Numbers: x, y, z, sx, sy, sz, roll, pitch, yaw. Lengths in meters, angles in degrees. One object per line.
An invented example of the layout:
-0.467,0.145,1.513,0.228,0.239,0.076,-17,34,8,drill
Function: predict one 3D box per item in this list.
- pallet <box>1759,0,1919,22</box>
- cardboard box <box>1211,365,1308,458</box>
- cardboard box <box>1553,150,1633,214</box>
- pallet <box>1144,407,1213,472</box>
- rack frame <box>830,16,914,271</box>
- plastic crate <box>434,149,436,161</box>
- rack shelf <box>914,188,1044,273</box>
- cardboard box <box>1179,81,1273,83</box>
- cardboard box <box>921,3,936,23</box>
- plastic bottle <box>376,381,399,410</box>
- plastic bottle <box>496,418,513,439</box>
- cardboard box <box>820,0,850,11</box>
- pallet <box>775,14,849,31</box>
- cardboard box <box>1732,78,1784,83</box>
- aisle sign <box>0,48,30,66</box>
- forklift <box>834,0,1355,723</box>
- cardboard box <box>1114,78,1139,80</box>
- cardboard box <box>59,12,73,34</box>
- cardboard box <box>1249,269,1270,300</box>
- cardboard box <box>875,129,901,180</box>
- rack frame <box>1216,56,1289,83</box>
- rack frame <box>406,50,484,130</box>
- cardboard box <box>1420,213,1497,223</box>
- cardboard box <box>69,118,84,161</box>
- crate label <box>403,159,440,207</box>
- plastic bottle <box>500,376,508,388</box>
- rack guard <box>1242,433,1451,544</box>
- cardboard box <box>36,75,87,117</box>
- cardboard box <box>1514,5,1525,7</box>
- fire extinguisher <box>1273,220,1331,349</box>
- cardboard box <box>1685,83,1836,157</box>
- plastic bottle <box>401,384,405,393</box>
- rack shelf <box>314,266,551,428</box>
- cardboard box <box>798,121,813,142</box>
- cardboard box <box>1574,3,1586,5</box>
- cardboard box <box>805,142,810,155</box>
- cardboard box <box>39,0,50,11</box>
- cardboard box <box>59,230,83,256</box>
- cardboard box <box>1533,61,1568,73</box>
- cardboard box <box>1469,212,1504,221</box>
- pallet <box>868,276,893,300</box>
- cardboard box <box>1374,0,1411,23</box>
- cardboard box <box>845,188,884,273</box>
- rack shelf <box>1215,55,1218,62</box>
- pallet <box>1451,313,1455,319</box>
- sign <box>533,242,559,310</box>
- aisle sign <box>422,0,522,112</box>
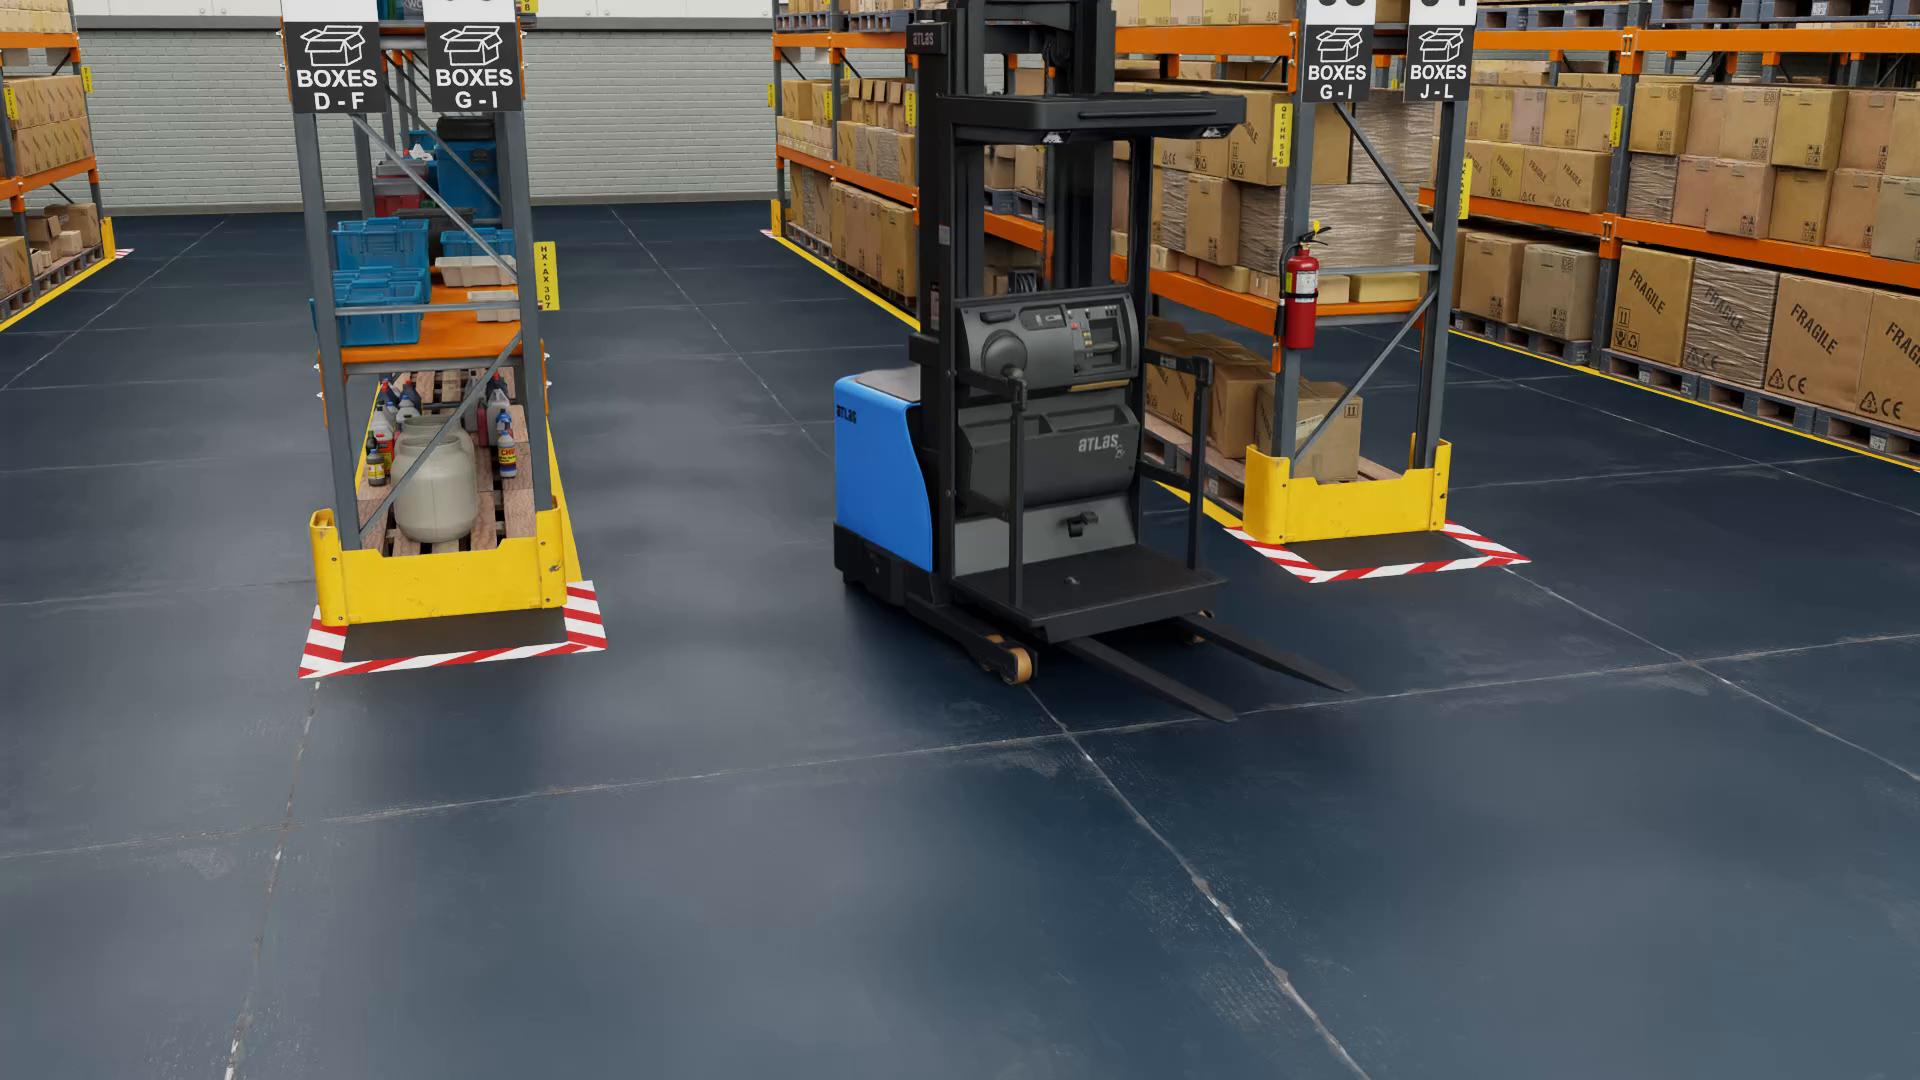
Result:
6.495,-3.781,11.766,1.003,0.211,1.213,-5,17,-15,pallet
1.898,-0.821,10.587,0.500,0.500,0.500,0,17,-1,cardboard box
5.548,-3.122,14.458,0.500,0.500,0.500,-5,17,-16,cardboard box
1.709,-0.730,11.517,1.003,0.211,1.213,-5,17,-15,pallet
-1.047,-4.800,20.217,1.000,3.000,0.127,-5,17,-15,rack frame
-6.375,-4.594,19.904,0.437,0.125,0.590,-5,17,-15,plastic crate
0.602,-2.796,14.795,1.077,0.370,4.000,-5,17,-15,rack shelf
1.815,-2.877,11.386,0.500,0.500,0.500,-5,17,-15,cardboard box
-0.063,-4.908,15.624,0.500,0.250,0.500,-4,17,-14,cardboard box
-3.788,-0.881,11.012,0.144,0.351,0.185,-4,17,-14,plastic bottle
-2.804,-0.614,10.259,0.097,0.271,0.097,0,17,0,plastic bottle
-1.320,-6.745,20.401,0.700,0.500,0.500,-6,18,-19,cardboard box
-1.932,-7.096,22.801,1.003,0.211,1.213,-5,17,-15,pallet
9.187,-5.126,19.391,0.500,0.500,0.500,-5,17,-17,cardboard box
-11.973,-6.365,20.908,0.394,0.787,0.004,-5,17,-15,aisle sign
0.529,-0.917,7.409,1.130,2.935,3.031,-10,19,-30,forklift
1.031,-3.112,12.168,0.500,0.500,0.500,-5,17,-15,cardboard box
-11.277,-6.368,20.483,0.500,0.250,0.500,-5,17,-15,cardboard box
1.906,-1.492,9.641,0.380,0.149,0.250,-5,17,-15,cardboard box
-0.599,-4.140,17.846,0.500,0.500,0.500,-5,18,-17,cardboard box
3.750,-5.164,21.429,1.000,3.000,0.127,-5,17,-15,rack frame
-6.908,-5.515,22.597,1.000,3.000,0.127,-5,17,-15,rack frame
4.930,-3.006,17.425,1.050,0.750,0.750,-5,17,-16,cardboard box
-11.141,-4.926,20.464,0.500,0.500,0.500,-5,17,-15,cardboard box
-4.697,-3.022,14.239,0.502,0.435,0.616,-5,17,-15,crate label
-3.161,-0.998,11.518,0.061,0.283,0.133,-4,17,-12,plastic bottle
2.230,-0.304,9.596,1.175,0.500,0.348,-5,17,-15,rack guard
-11.285,-5.549,20.801,0.500,0.500,0.500,-5,17,-16,cardboard box
7.926,-7.373,23.102,0.380,0.149,0.250,-4,17,-14,cardboard box
1.839,-1.375,8.951,0.296,0.674,0.183,-5,17,-15,fire extinguisher
6.280,-3.292,13.061,0.875,0.550,0.550,-5,17,-15,cardboard box
-3.727,-0.904,11.203,0.061,0.283,0.133,-5,17,-15,plastic bottle
-3.061,-1.298,9.808,1.077,0.370,4.000,-5,17,-15,rack shelf
-1.842,-5.396,21.946,0.500,0.250,0.500,-5,17,-16,cardboard box
8.282,-6.991,21.800,0.396,0.266,0.258,-5,17,-16,cardboard box
-1.799,-5.093,21.631,0.380,0.149,0.250,-5,17,-16,cardboard box
-11.014,-6.329,19.487,0.500,0.250,0.500,-5,17,-15,cardboard box
-11.054,-3.622,20.310,0.500,0.250,0.500,-5,17,-15,cardboard box
8.091,-6.481,22.773,0.380,0.149,0.250,-5,17,-16,cardboard box
8.165,-4.987,24.564,0.875,0.438,0.875,-5,17,-17,cardboard box
-0.424,-2.919,18.802,1.003,0.211,1.213,-5,17,-15,pallet
2.367,-2.999,9.268,0.500,0.250,0.500,-4,17,-14,cardboard box
-0.605,-3.561,19.055,1.225,0.875,0.875,-5,18,-17,cardboard box
3.200,-6.809,22.943,1.077,0.370,4.000,-5,17,-15,rack shelf
4.993,-2.498,17.401,1.003,0.211,1.213,-5,17,-15,pallet
-1.981,-1.264,7.964,0.100,0.325,0.005,-5,17,-15,sign
-2.210,-2.337,7.500,0.394,0.787,0.004,-5,17,-15,aisle sign
